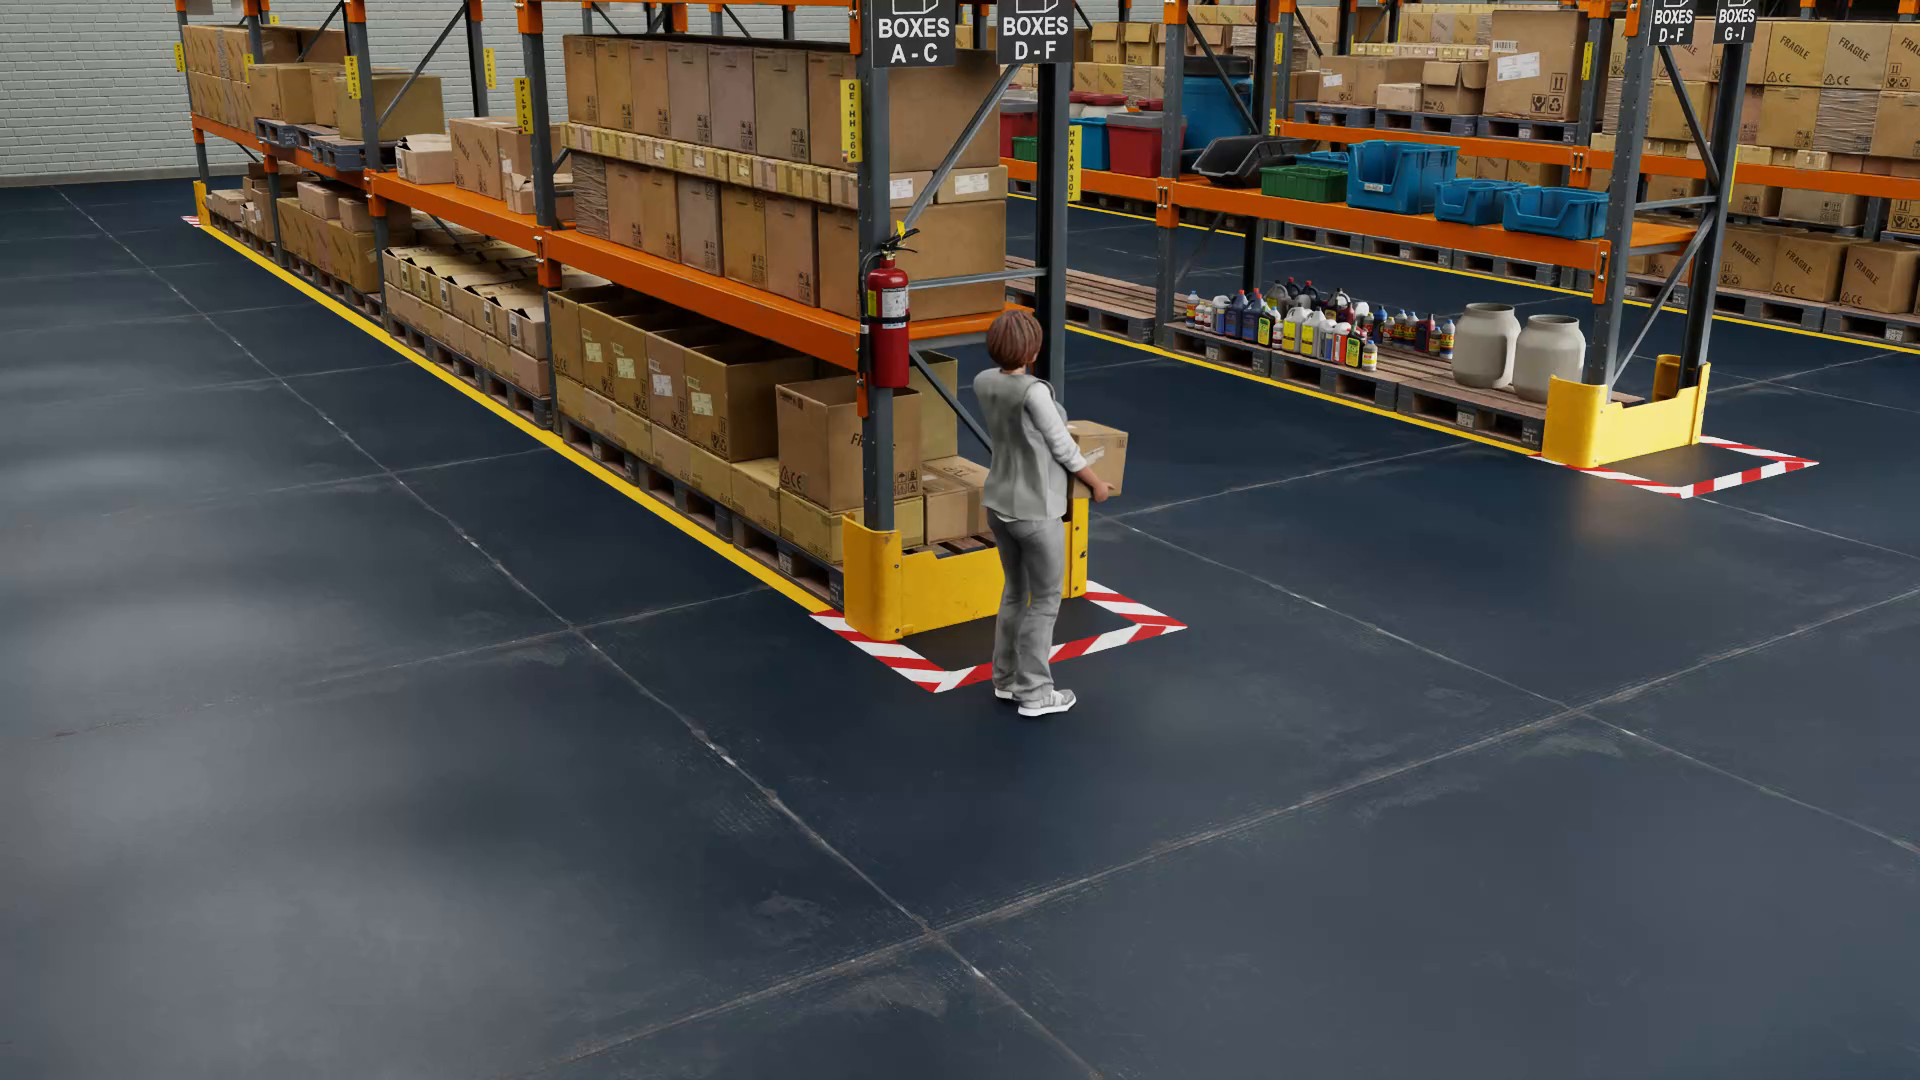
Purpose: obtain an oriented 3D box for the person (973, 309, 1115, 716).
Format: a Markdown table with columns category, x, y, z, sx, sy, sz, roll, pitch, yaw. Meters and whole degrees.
| category | x | y | z | sx | sy | sz | roll | pitch | yaw |
| --- | --- | --- | --- | --- | --- | --- | --- | --- | --- |
| person | 0.321 | -0.118 | 6.438 | 0.497 | 1.590 | 0.404 | -13 | 22 | -34 |
